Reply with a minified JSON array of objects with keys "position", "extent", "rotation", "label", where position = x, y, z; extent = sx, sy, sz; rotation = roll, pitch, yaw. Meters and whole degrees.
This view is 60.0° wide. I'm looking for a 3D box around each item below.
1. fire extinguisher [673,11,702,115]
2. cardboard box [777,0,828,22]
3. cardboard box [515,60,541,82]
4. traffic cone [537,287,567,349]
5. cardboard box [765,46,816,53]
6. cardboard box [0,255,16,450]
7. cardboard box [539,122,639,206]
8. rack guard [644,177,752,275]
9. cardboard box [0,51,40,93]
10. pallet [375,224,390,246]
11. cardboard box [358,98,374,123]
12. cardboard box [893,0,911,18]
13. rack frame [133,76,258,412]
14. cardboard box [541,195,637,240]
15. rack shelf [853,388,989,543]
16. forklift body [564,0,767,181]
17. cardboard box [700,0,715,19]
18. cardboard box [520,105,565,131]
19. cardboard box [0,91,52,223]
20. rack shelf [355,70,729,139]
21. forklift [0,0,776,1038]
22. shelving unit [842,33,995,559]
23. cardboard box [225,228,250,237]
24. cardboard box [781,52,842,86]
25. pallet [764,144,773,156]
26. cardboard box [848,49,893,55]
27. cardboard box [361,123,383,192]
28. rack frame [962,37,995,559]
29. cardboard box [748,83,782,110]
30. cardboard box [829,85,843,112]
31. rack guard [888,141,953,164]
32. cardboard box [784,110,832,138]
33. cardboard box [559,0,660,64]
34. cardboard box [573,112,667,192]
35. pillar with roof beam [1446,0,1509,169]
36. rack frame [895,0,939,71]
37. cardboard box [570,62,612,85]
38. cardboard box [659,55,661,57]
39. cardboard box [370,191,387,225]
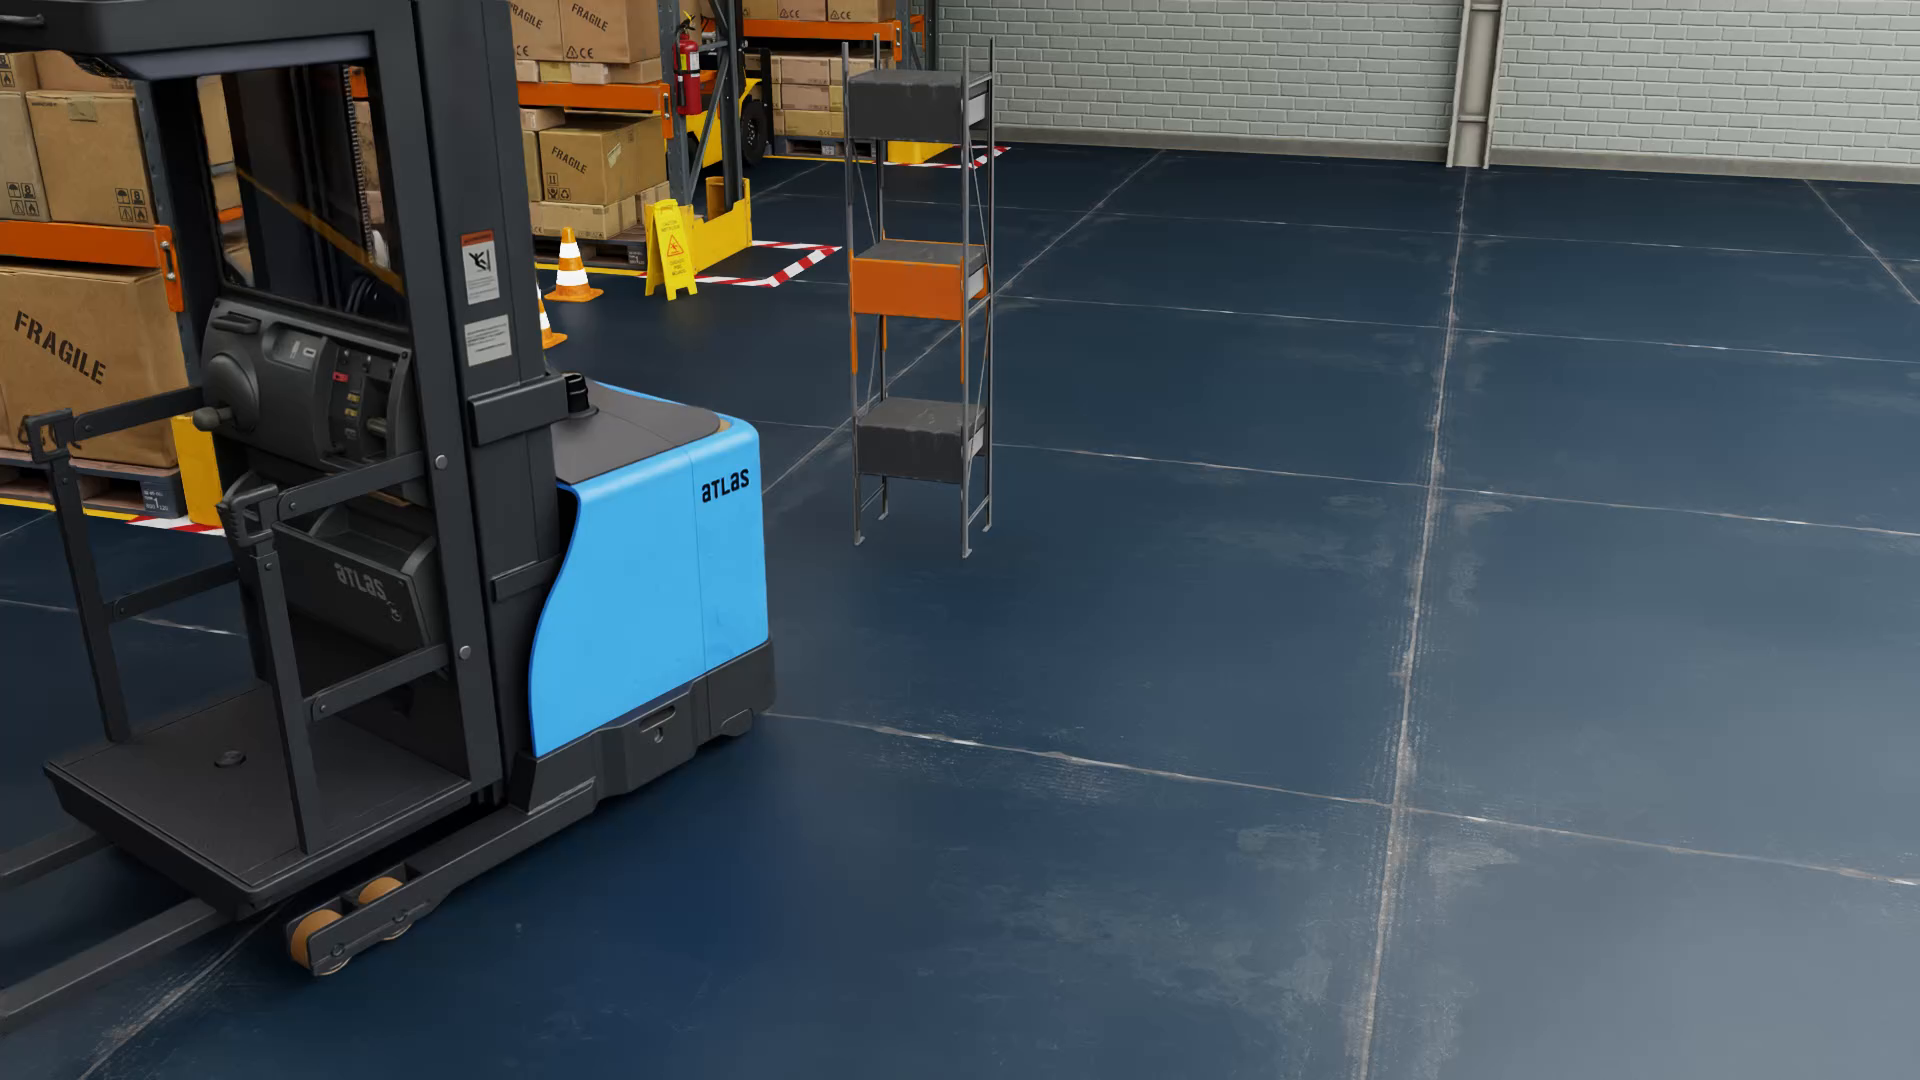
[{"position":[-1.868,-3.258,11.362],"extent":[0.183,0.674,0.296],"rotation":[7,23,16],"label":"fire extinguisher"},{"position":[-1.455,-5.343,16.211],"extent":[0.500,0.500,0.500],"rotation":[7,23,17],"label":"cardboard box"},{"position":[-3.033,-3.362,11.844],"extent":[0.250,0.149,0.380],"rotation":[7,23,16],"label":"cardboard box"},{"position":[-2.624,-1.438,10.166],"extent":[0.334,0.463,0.336],"rotation":[7,23,16],"label":"traffic cone"},{"position":[-1.775,-4.896,17.006],"extent":[0.500,0.250,0.500],"rotation":[6,23,15],"label":"cardboard box"},{"position":[-4.689,-1.022,8.055],"extent":[0.875,0.875,0.875],"rotation":[6,23,15],"label":"cardboard box"},{"position":[-2.687,-2.736,12.069],"extent":[0.500,0.500,0.500],"rotation":[7,23,16],"label":"cardboard box"},{"position":[-1.917,-2.326,12.281],"extent":[0.348,0.500,1.175],"rotation":[7,23,16],"label":"rack guard"},{"position":[-4.075,-2.315,7.340],"extent":[0.550,0.550,0.875],"rotation":[7,23,16],"label":"cardboard box"},{"position":[-3.849,-2.428,12.912],"extent":[1.213,0.211,1.003],"rotation":[7,23,16],"label":"pallet"},{"position":[-4.334,-3.199,12.344],"extent":[0.250,0.149,0.380],"rotation":[8,24,19],"label":"cardboard box"},{"position":[-0.808,-5.479,16.543],"extent":[0.500,0.500,0.500],"rotation":[7,23,17],"label":"cardboard box"},{"position":[-3.178,-1.664,7.375],"extent":[0.127,3.000,1.000],"rotation":[7,23,16],"label":"rack frame"},{"position":[-2.719,-2.390,12.213],"extent":[0.500,0.250,0.500],"rotation":[6,23,15],"label":"cardboard box"},{"position":[-0.158,-0.329,7.187],"extent":[0.480,0.518,0.431],"rotation":[7,23,16],"label":"rack shelf"},{"position":[-2.757,-4.430,15.236],"extent":[1.214,2.155,2.313],"rotation":[7,23,16],"label":"forklift body"},{"position":[-2.431,-5.450,16.472],"extent":[0.500,0.500,0.500],"rotation":[7,23,16],"label":"cardboard box"},{"position":[-3.058,-3.052,11.985],"extent":[0.250,0.149,0.380],"rotation":[7,23,17],"label":"cardboard box"},{"position":[-4.079,-1.810,7.533],"extent":[0.550,0.550,0.875],"rotation":[7,23,16],"label":"cardboard box"},{"position":[-3.759,-3.360,12.457],"extent":[4.000,0.370,1.077],"rotation":[7,23,16],"label":"rack shelf"},{"position":[-1.925,-0.407,4.400],"extent":[1.130,2.935,3.031],"rotation":[16,27,34],"label":"forklift"},{"position":[-0.158,-0.990,6.916],"extent":[0.503,2.100,0.431],"rotation":[7,23,16],"label":"shelving unit"},{"position":[-5.041,-2.145,11.838],"extent":[0.500,0.500,0.500],"rotation":[-14,26,-30],"label":"cardboard box"},{"position":[-1.436,-4.654,16.414],"extent":[0.500,0.250,0.500],"rotation":[7,23,16],"label":"cardboard box"},{"position":[-2.323,-4.191,17.208],"extent":[1.213,0.211,1.003],"rotation":[7,23,15],"label":"pallet"},{"position":[-0.820,-4.784,16.733],"extent":[0.500,0.250,0.500],"rotation":[6,23,15],"label":"cardboard box"},{"position":[-4.175,-2.907,12.486],"extent":[0.500,0.500,0.500],"rotation":[8,24,18],"label":"cardboard box"},{"position":[0.075,-0.963,6.851],"extent":[0.015,2.100,0.400],"rotation":[7,23,16],"label":"rack frame"},{"position":[-1.948,-4.479,16.647],"extent":[0.500,0.250,0.500],"rotation":[6,23,14],"label":"cardboard box"},{"position":[-0.971,-4.371,16.385],"extent":[0.500,0.250,0.500],"rotation":[6,23,15],"label":"cardboard box"},{"position":[-0.391,-4.119,16.652],"extent":[0.348,0.500,1.175],"rotation":[7,23,16],"label":"rack guard"},{"position":[-1.429,-4.195,16.613],"extent":[0.500,0.250,0.500],"rotation":[7,23,15],"label":"cardboard box"},{"position":[-2.444,-3.617,11.612],"extent":[0.500,0.500,0.500],"rotation":[6,23,15],"label":"cardboard box"},{"position":[-2.560,-2.934,12.553],"extent":[0.500,0.500,0.500],"rotation":[6,23,14],"label":"cardboard box"},{"position":[3.680,-6.235,10.613],"extent":[0.400,9.000,9.100],"rotation":[7,23,16],"label":"pillar with roof beam"},{"position":[-0.414,-5.278,16.184],"extent":[0.127,3.000,1.000],"rotation":[7,23,16],"label":"rack frame"},{"position":[-2.539,-3.308,11.714],"extent":[0.250,0.149,0.380],"rotation":[6,23,15],"label":"cardboard box"},{"position":[-2.110,-3.470,12.108],"extent":[0.250,0.149,0.380],"rotation":[7,23,16],"label":"cardboard box"},{"position":[-4.164,-2.560,12.629],"extent":[0.500,0.250,0.500],"rotation":[6,23,15],"label":"cardboard box"}]
